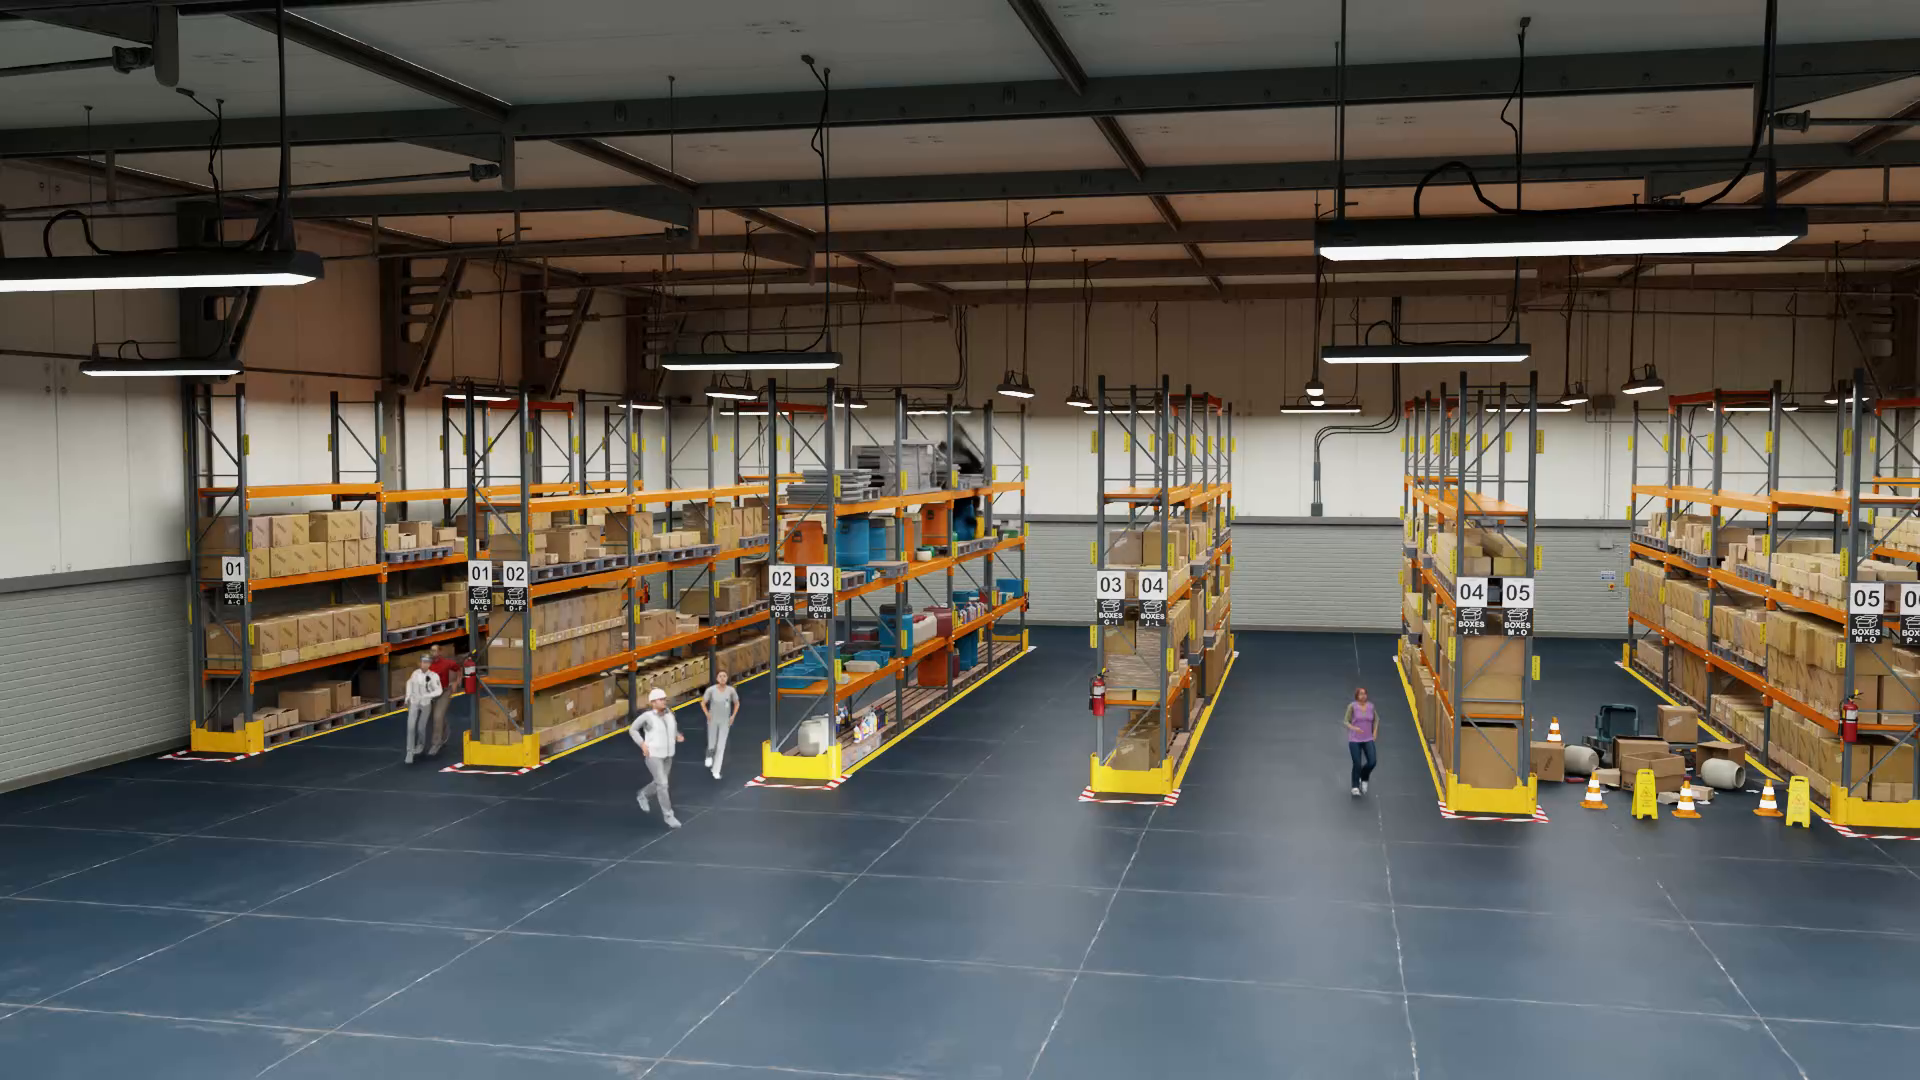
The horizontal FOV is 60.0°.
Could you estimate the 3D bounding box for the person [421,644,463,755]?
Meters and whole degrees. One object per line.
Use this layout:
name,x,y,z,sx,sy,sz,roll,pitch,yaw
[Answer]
person,-8.515,2.585,27.283,0.671,1.769,0.964,1,3,16

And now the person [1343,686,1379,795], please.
person,5.711,2.856,23.564,0.549,1.562,0.533,0,3,-3

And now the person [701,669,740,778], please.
person,-3.637,2.756,25.246,0.586,1.631,0.647,-1,3,-13

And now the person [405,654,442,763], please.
person,-8.545,2.657,26.509,0.605,1.713,0.764,0,3,-6

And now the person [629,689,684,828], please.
person,-3.990,2.853,21.988,0.954,1.782,0.661,3,4,38
